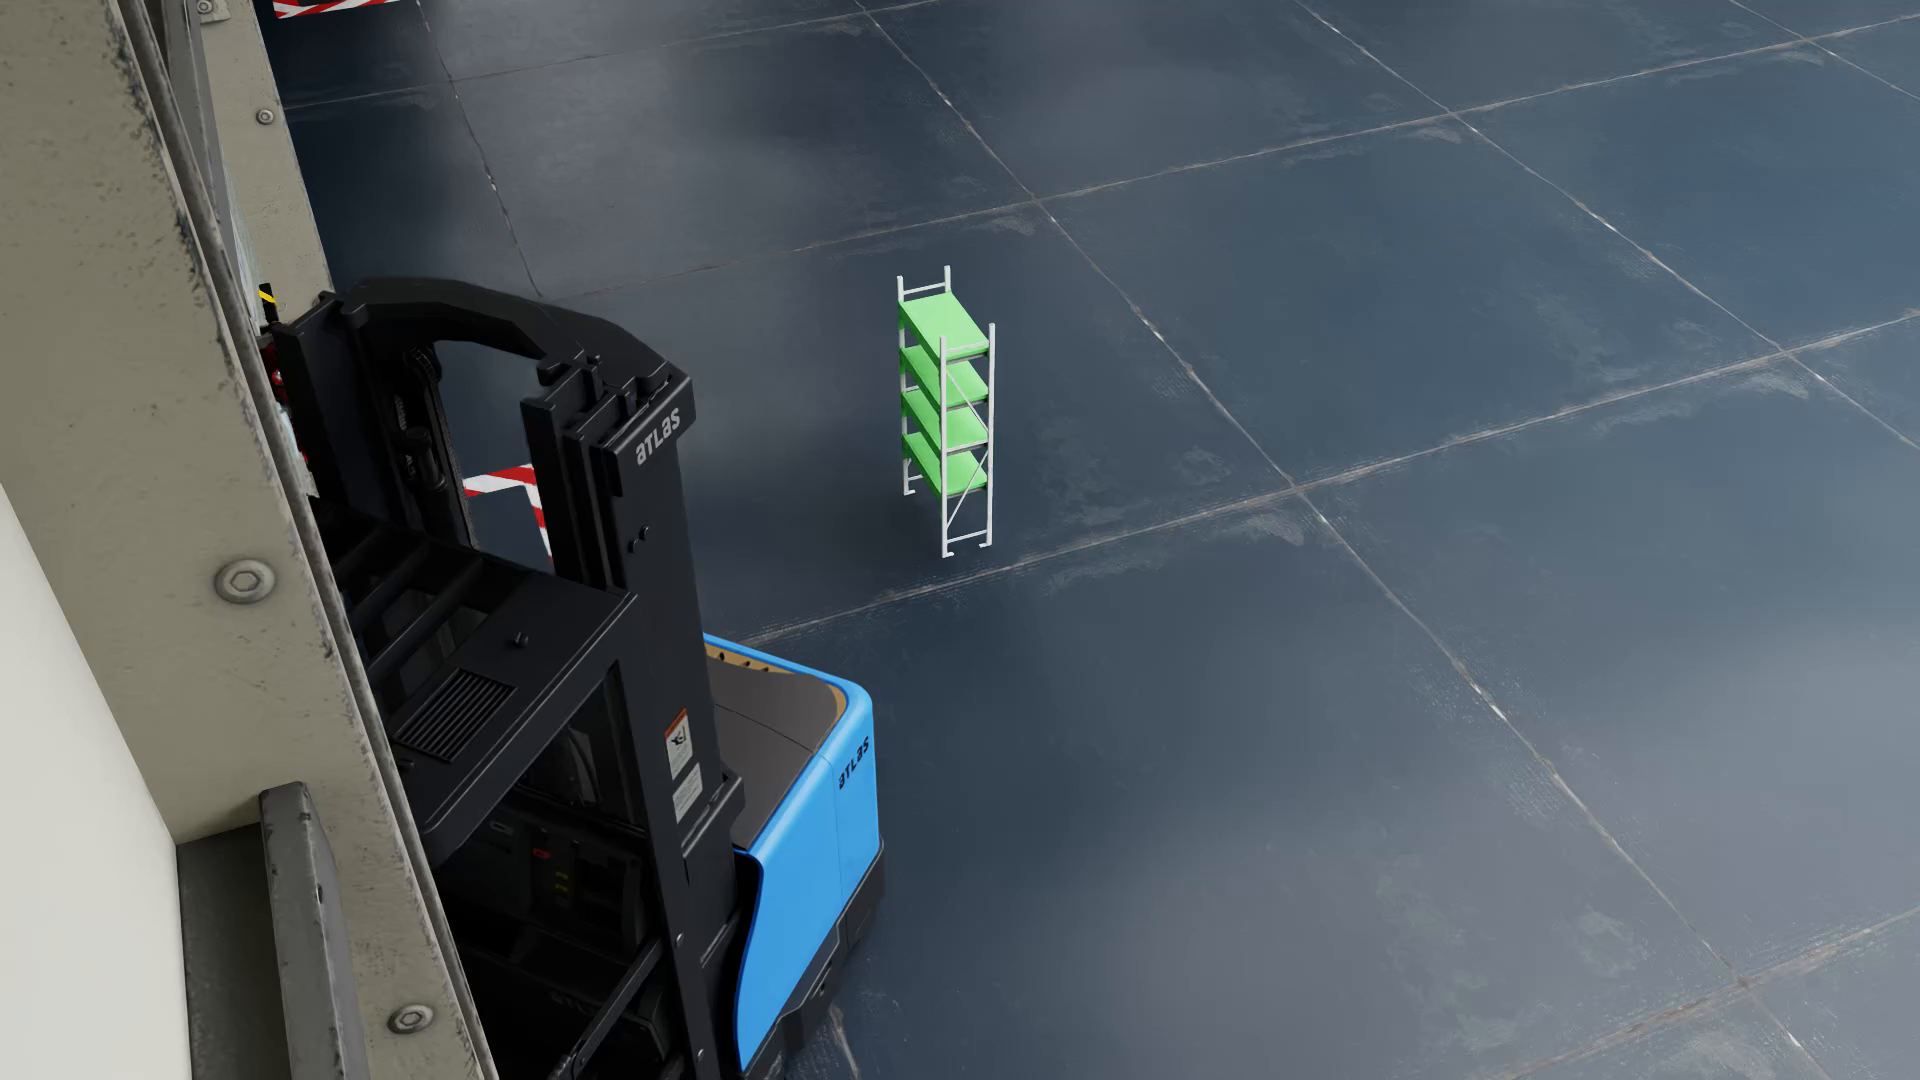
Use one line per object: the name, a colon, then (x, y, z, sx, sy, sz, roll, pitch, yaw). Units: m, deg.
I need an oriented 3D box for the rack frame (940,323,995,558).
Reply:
rack frame: (0.030, -0.408, 7.222, 0.240, 1.200, 0.015, -15, 43, -17)

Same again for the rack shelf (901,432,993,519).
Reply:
rack shelf: (-0.063, -0.324, 7.592, 0.258, 0.148, 0.480, -15, 43, -17)

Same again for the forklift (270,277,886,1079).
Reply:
forklift: (-1.337, 0.937, 4.332, 1.130, 2.935, 3.031, 16, 43, 18)

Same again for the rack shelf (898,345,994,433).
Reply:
rack shelf: (-0.063, -0.688, 7.279, 0.258, 0.148, 0.480, -15, 43, -17)

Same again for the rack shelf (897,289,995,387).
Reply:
rack shelf: (-0.063, -0.870, 7.122, 0.258, 0.148, 0.480, -15, 43, -17)

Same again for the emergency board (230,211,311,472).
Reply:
emergency board: (-2.498, -0.651, 6.125, 0.194, 1.169, 0.643, -15, 43, -17)

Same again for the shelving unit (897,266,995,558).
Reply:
shelving unit: (-0.063, -0.555, 7.393, 0.258, 1.200, 0.503, -15, 43, -17)

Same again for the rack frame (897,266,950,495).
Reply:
rack frame: (-0.157, -0.702, 7.564, 0.240, 1.200, 0.015, -15, 43, -17)

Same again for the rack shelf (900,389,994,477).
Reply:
rack shelf: (-0.063, -0.506, 7.435, 0.258, 0.148, 0.480, -15, 43, -17)

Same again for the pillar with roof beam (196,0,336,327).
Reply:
pillar with roof beam: (0.569, -5.498, 7.160, 9.100, 9.000, 0.400, -15, 43, -17)
